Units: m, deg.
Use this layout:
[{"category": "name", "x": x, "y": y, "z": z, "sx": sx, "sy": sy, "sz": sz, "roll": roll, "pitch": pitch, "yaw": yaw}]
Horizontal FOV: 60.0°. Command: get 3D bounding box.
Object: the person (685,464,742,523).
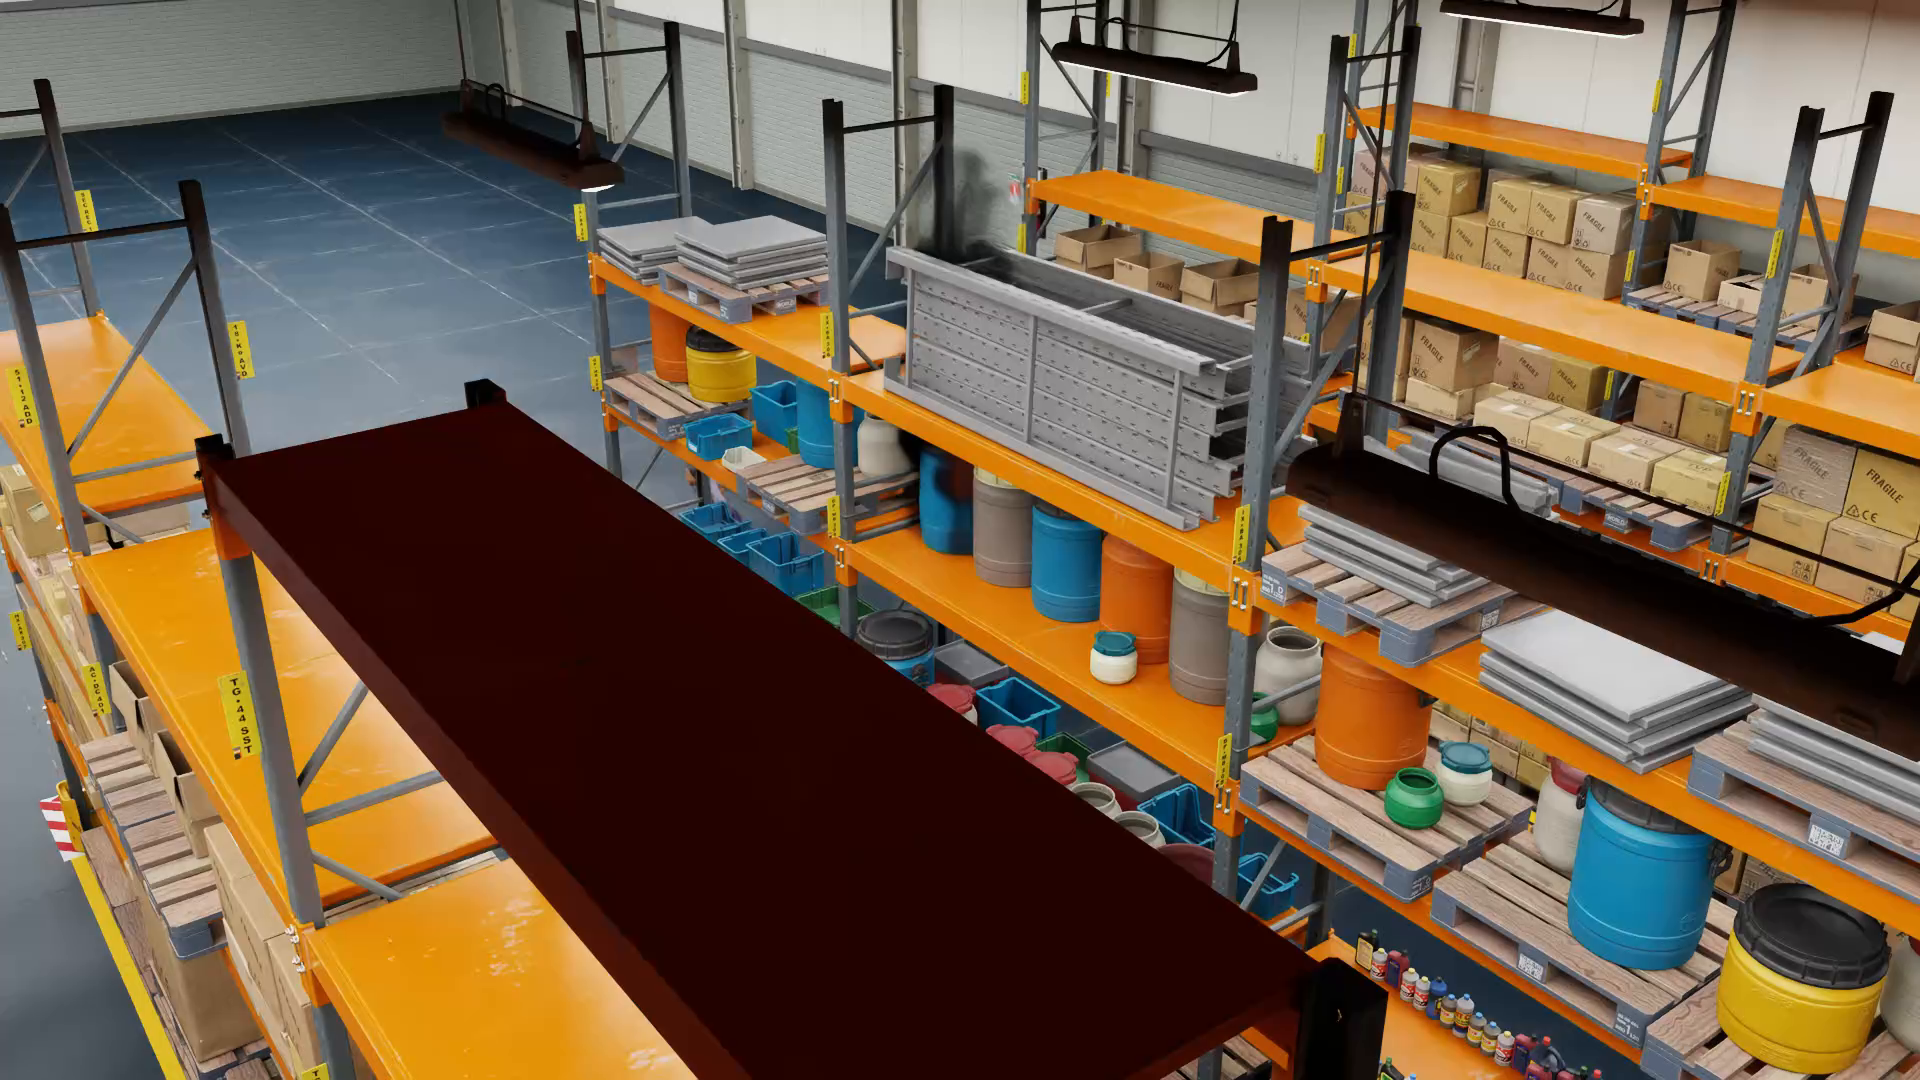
[{"category": "person", "x": -2.363, "y": -0.092, "z": 17.390, "sx": 0.953, "sy": 1.599, "sz": 0.630, "roll": -4, "pitch": 25, "yaw": -8}]
